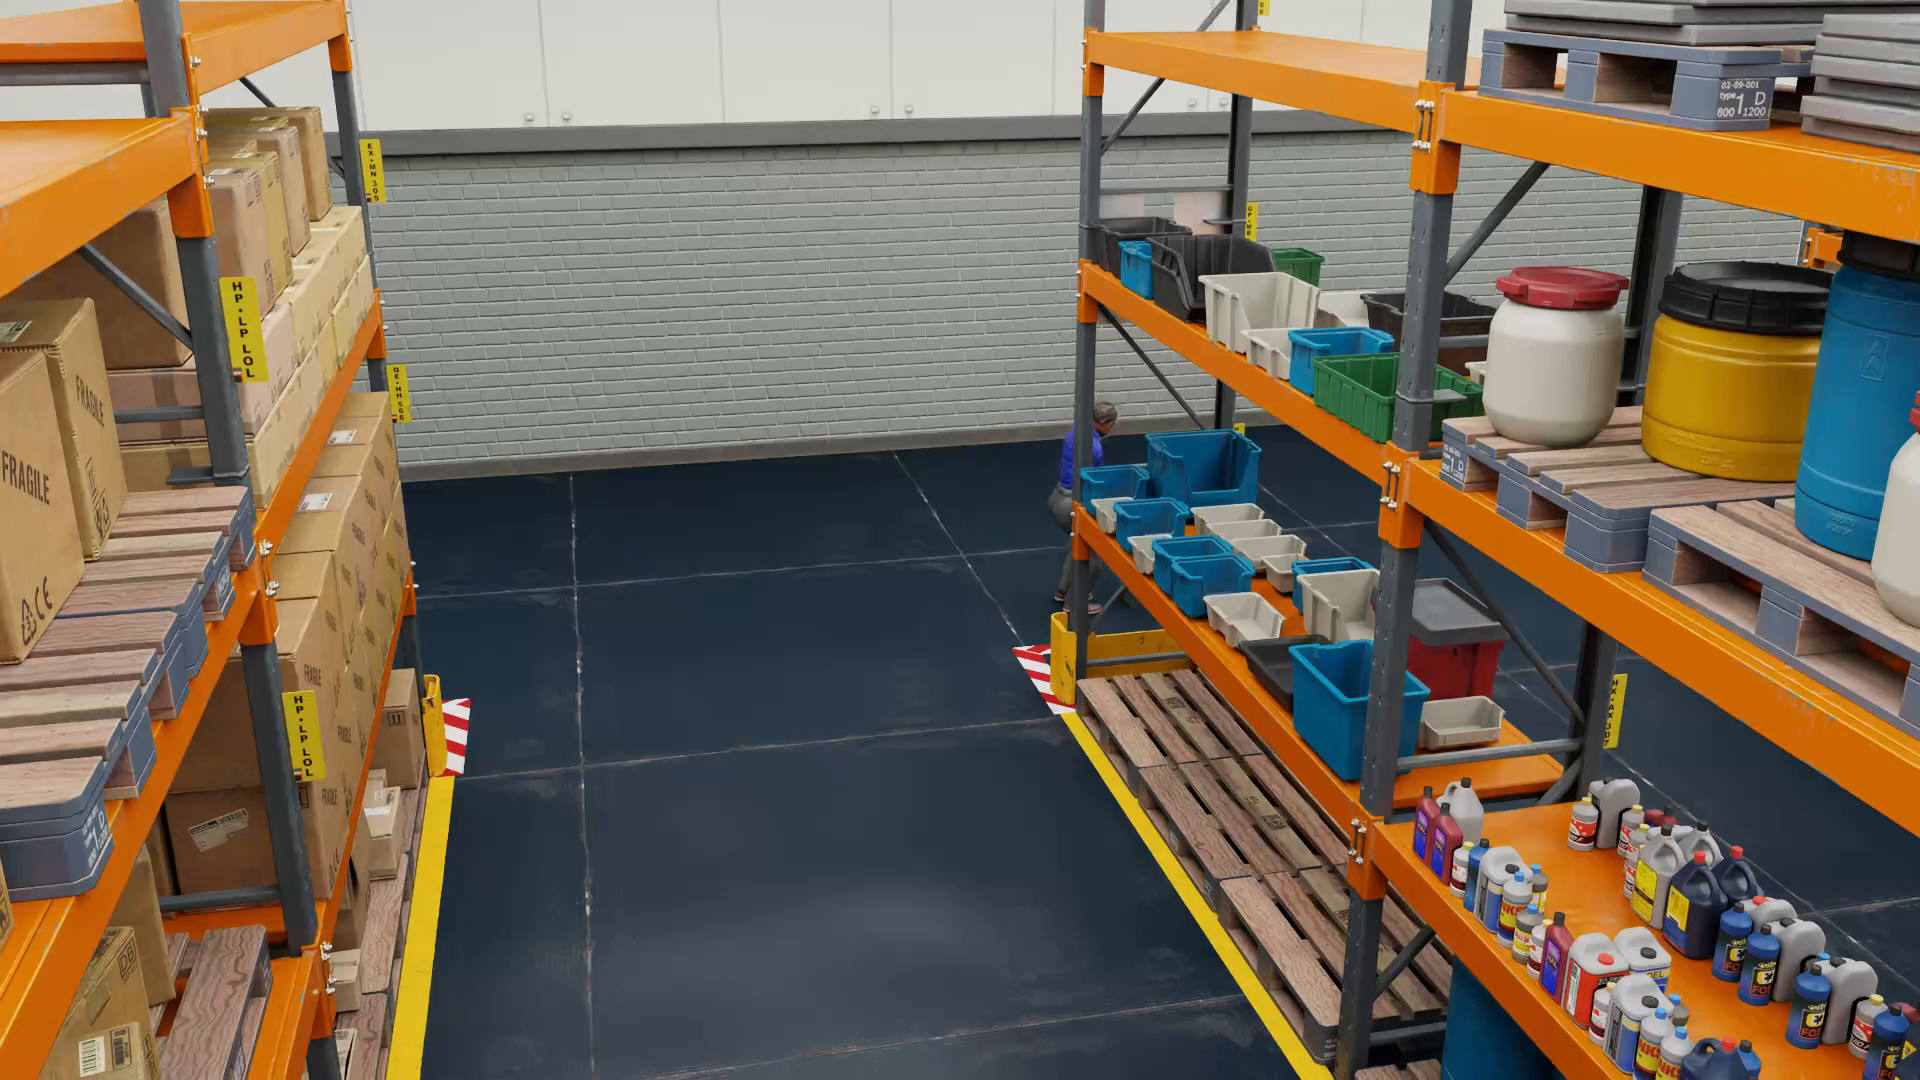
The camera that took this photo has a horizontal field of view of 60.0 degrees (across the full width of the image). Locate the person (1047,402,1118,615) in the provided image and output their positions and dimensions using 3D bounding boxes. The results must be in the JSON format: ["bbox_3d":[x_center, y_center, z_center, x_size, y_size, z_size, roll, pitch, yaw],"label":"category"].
[{"bbox_3d":[0.874,-0.240,11.961,0.492,1.526,0.480,-4,20,-11],"label":"person"}]
